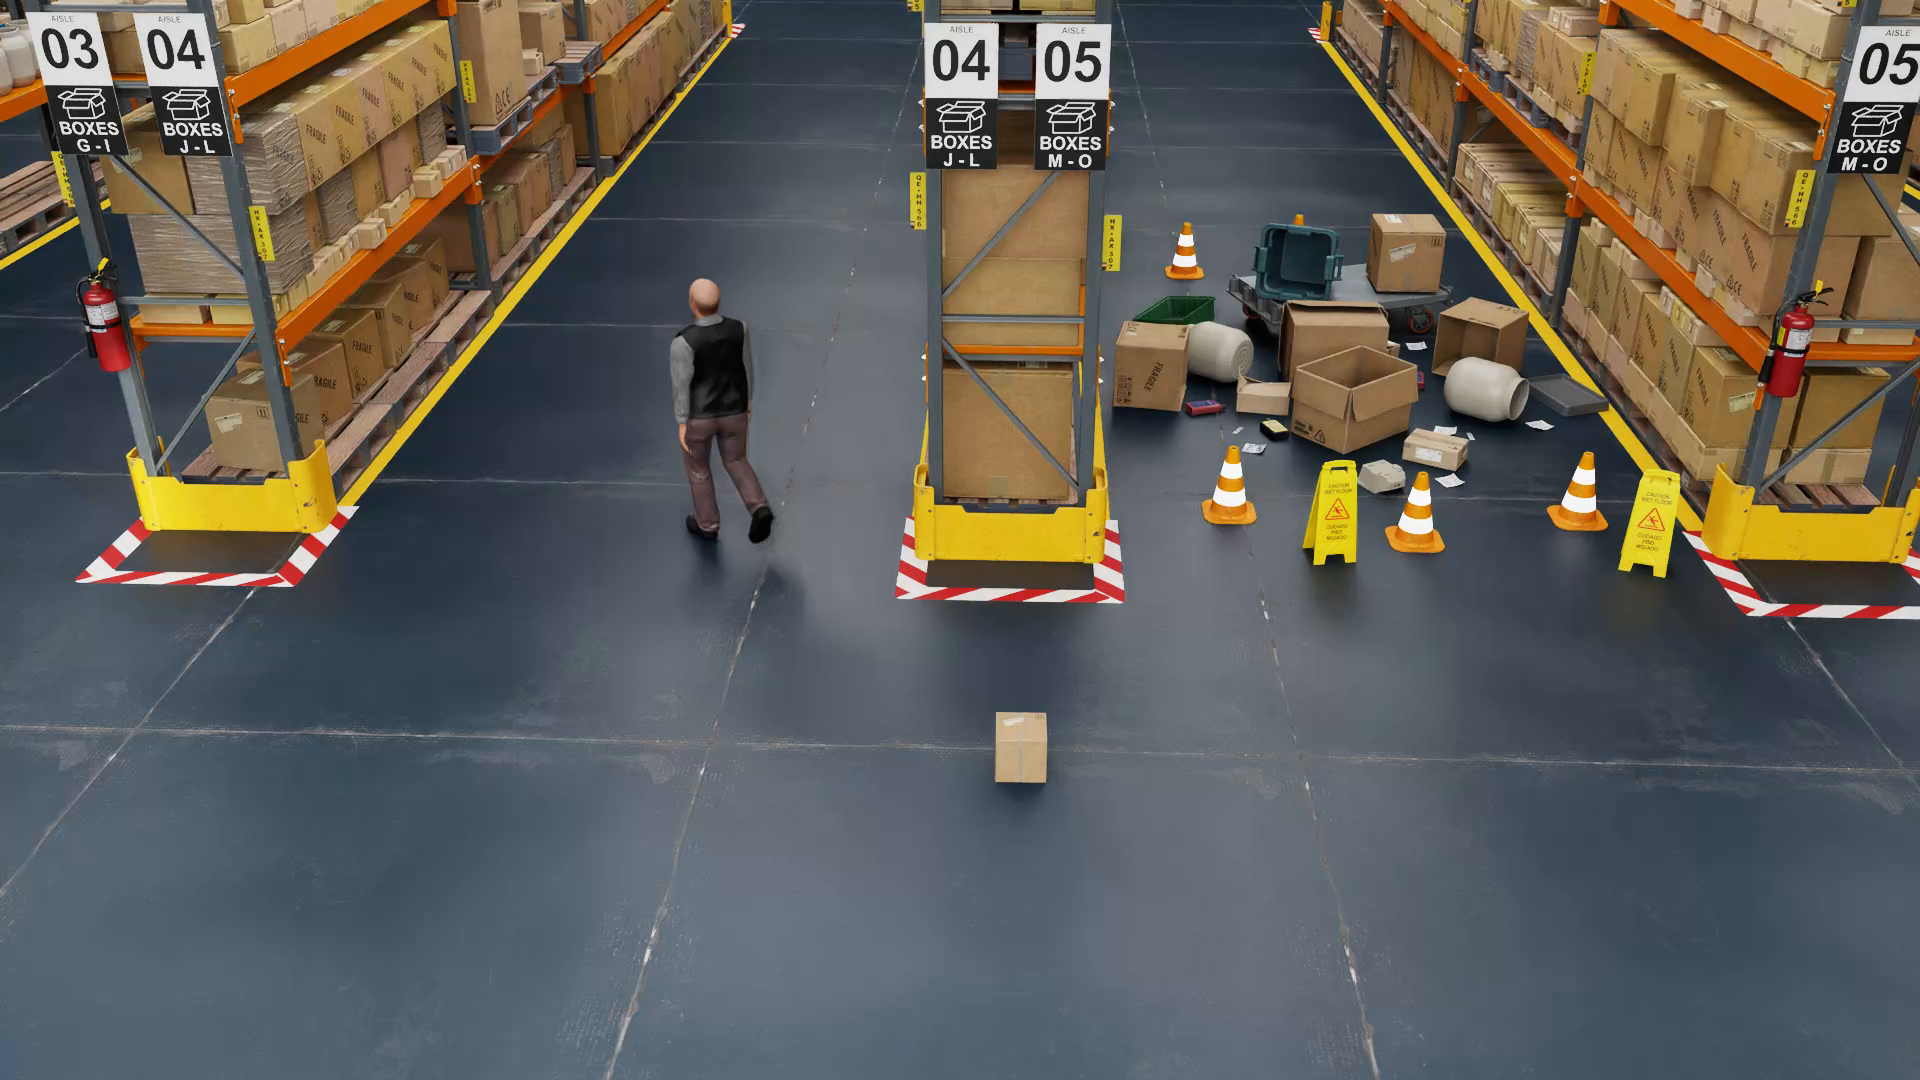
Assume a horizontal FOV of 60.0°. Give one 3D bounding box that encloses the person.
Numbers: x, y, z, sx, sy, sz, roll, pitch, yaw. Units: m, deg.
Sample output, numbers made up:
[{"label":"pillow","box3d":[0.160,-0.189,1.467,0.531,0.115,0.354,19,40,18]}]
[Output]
[{"label":"person","box3d":[-1.465,-0.748,10.036,0.544,1.702,0.713,-15,31,-27]}]
